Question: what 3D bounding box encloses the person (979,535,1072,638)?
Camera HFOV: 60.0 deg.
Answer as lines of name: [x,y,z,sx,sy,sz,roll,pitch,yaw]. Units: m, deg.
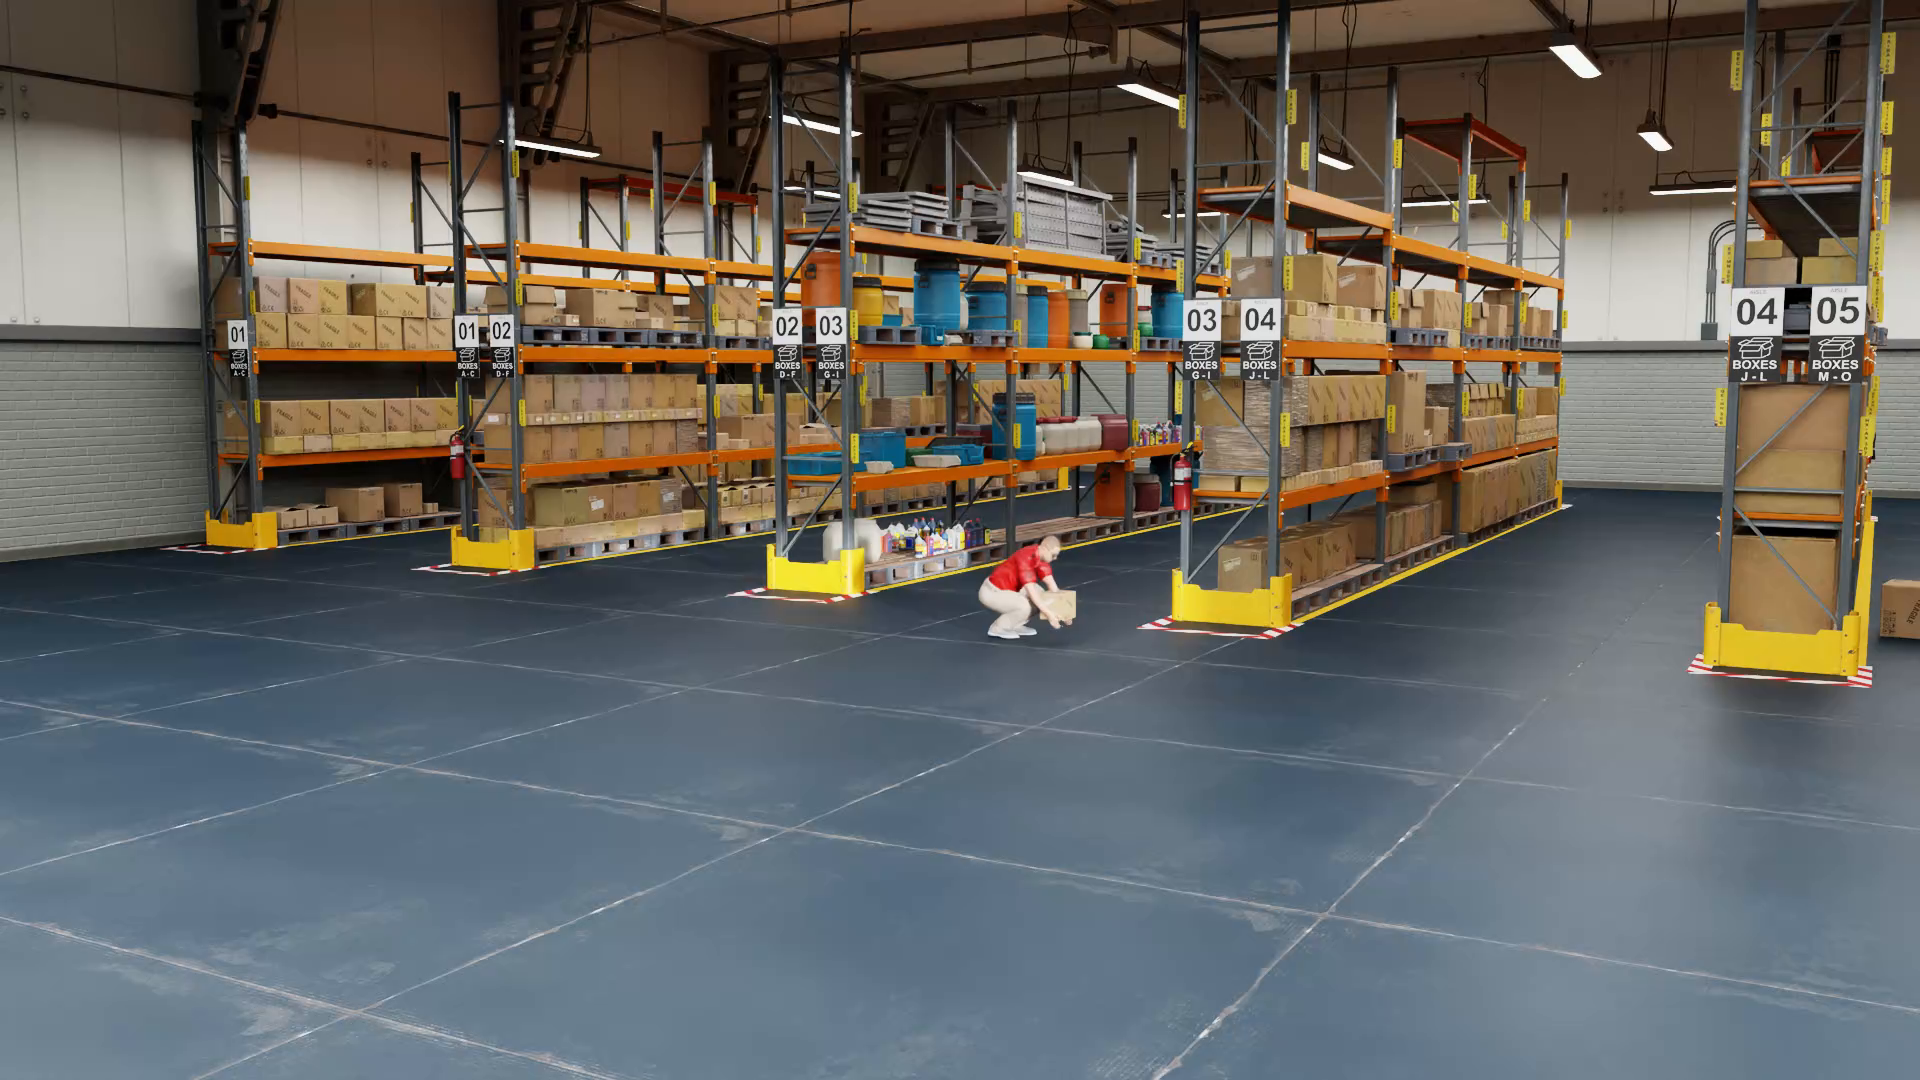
person: [0.621,0.444,15.706,0.876,0.966,0.543,3,7,28]
